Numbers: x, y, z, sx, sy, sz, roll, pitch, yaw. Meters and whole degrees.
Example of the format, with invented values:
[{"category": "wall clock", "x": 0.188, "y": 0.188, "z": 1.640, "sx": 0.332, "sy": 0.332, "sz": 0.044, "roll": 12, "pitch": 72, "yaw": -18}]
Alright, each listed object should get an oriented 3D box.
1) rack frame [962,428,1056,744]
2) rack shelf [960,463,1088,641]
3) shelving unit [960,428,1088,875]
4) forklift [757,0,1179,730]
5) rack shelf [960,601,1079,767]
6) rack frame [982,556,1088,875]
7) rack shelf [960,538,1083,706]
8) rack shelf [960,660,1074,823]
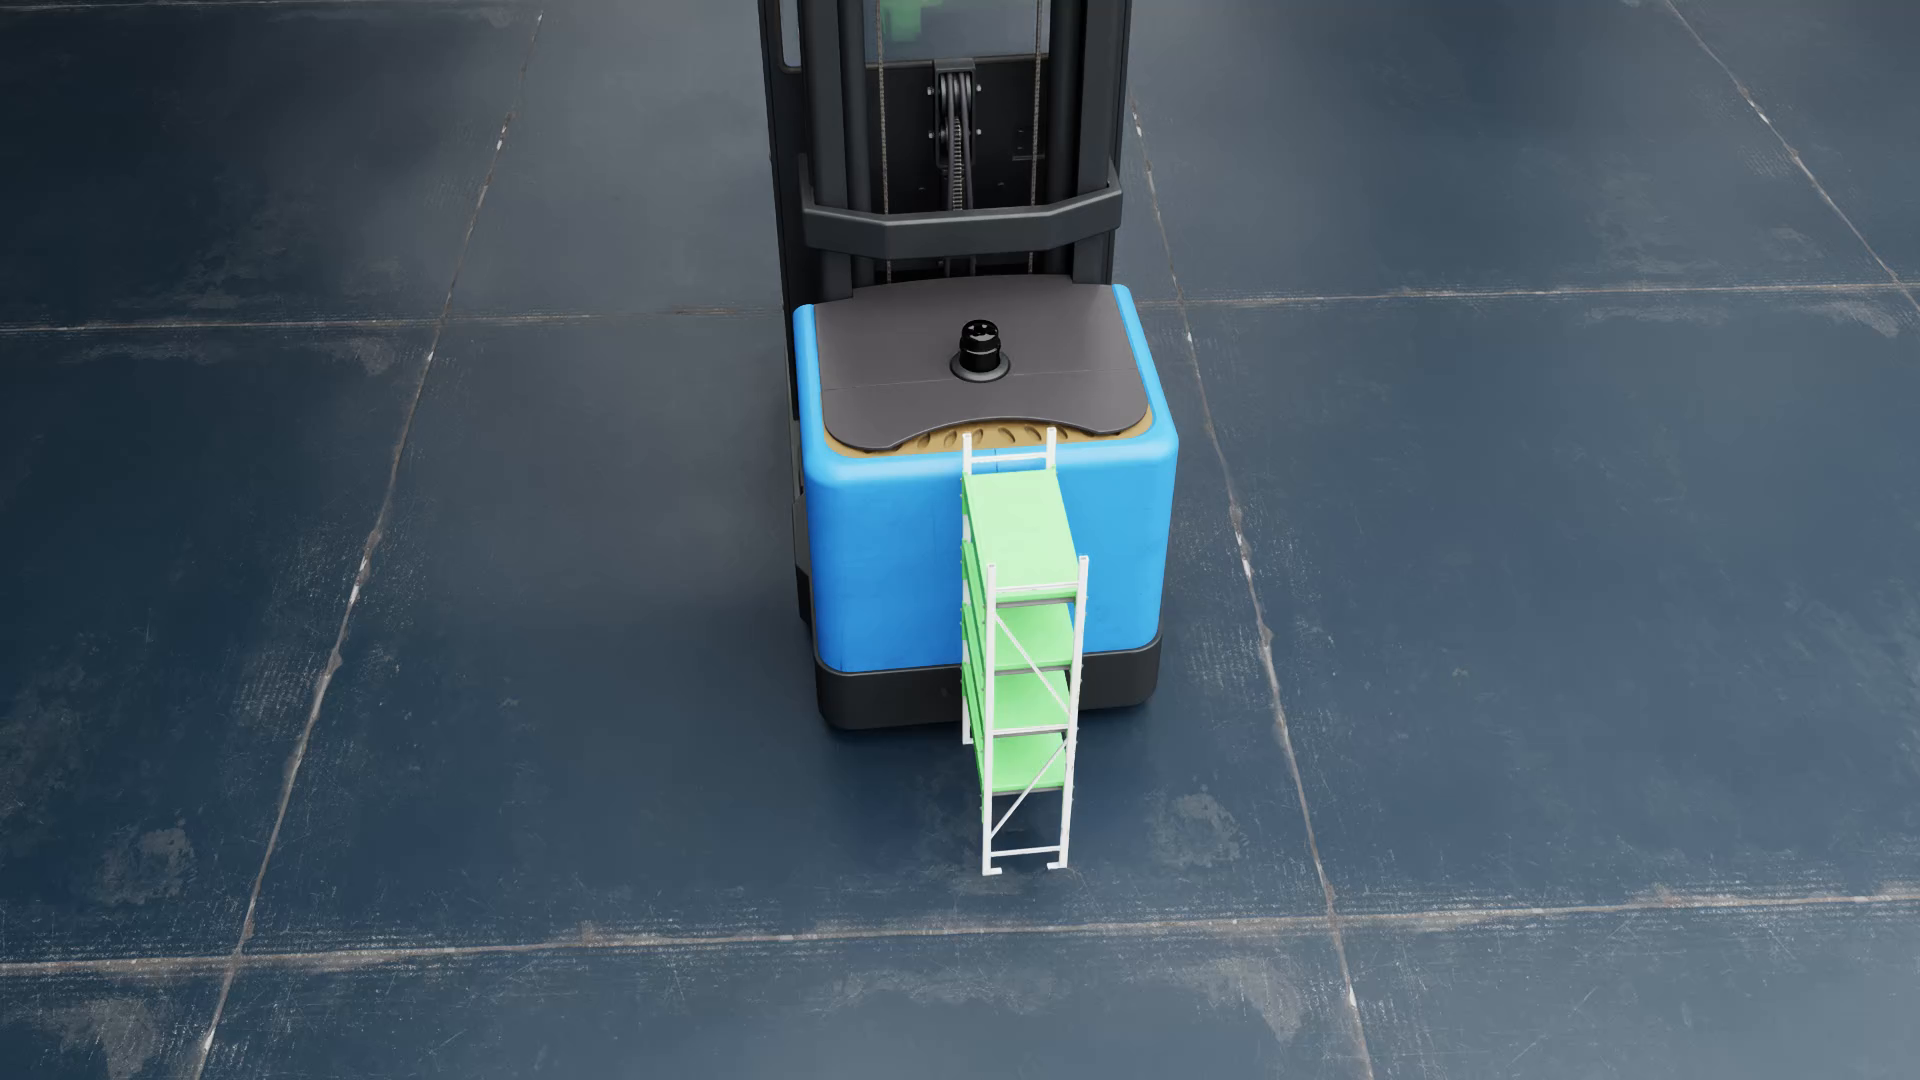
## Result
[{"category": "rack frame", "x": 0.127, "y": 0.166, "z": 4.681, "sx": 0.240, "sy": 1.200, "sz": 0.015, "roll": -4, "pitch": 43, "yaw": -5}, {"category": "rack shelf", "x": 0.155, "y": 0.023, "z": 4.221, "sx": 0.258, "sy": 0.148, "sz": 0.480, "roll": -4, "pitch": 43, "yaw": -5}, {"category": "shelving unit", "x": 0.155, "y": 0.330, "z": 4.502, "sx": 0.258, "sy": 1.200, "sz": 0.503, "roll": -4, "pitch": 43, "yaw": -5}, {"category": "forklift", "x": -0.072, "y": -1.504, "z": 5.221, "sx": 1.130, "sy": 2.935, "sz": 3.031, "roll": -4, "pitch": 43, "yaw": -5}, {"category": "rack shelf", "x": 0.155, "y": 0.377, "z": 4.545, "sx": 0.258, "sy": 0.148, "sz": 0.480, "roll": -4, "pitch": 43, "yaw": -5}, {"category": "rack frame", "x": 0.183, "y": 0.494, "z": 4.323, "sx": 0.240, "sy": 1.200, "sz": 0.015, "roll": -4, "pitch": 43, "yaw": -5}, {"category": "rack shelf", "x": 0.155, "y": 0.200, "z": 4.383, "sx": 0.258, "sy": 0.148, "sz": 0.480, "roll": -4, "pitch": 43, "yaw": -5}, {"category": "rack shelf", "x": 0.155, "y": 0.554, "z": 4.707, "sx": 0.258, "sy": 0.148, "sz": 0.480, "roll": -4, "pitch": 43, "yaw": -5}]
